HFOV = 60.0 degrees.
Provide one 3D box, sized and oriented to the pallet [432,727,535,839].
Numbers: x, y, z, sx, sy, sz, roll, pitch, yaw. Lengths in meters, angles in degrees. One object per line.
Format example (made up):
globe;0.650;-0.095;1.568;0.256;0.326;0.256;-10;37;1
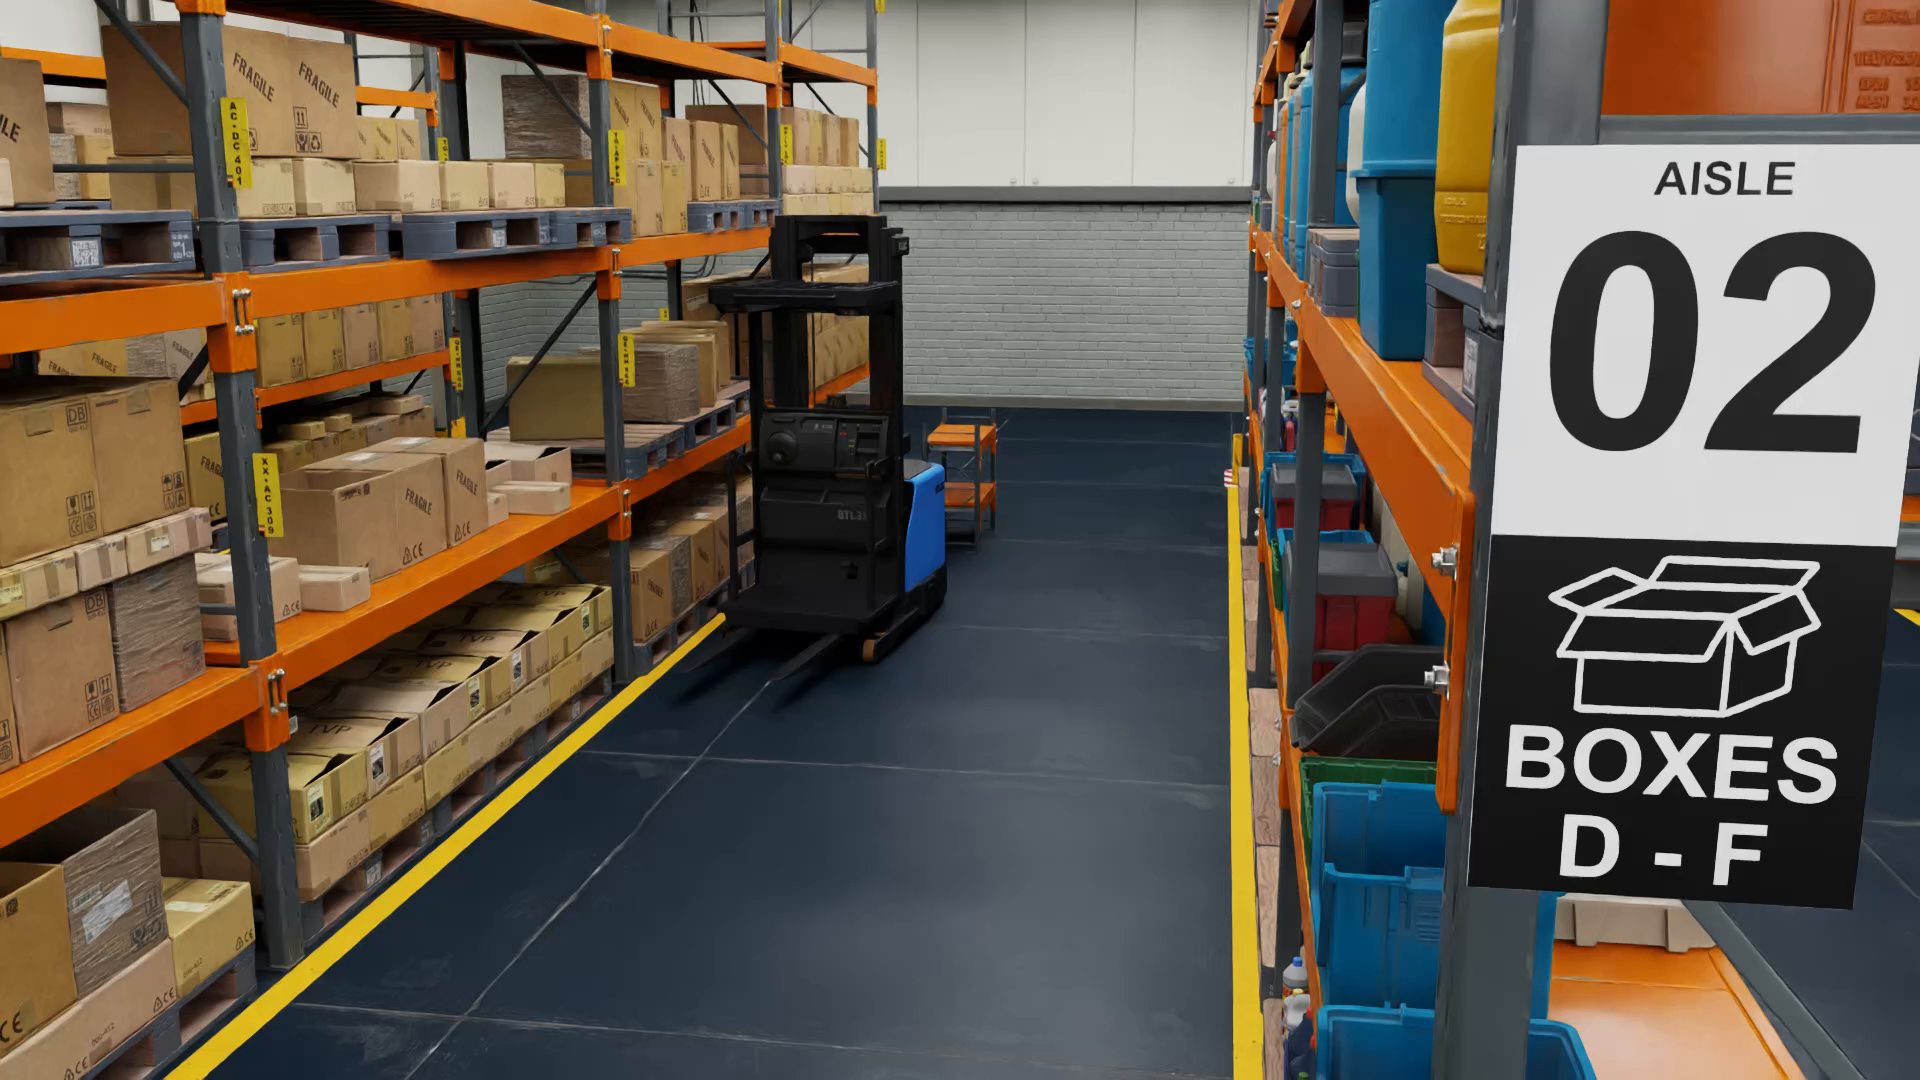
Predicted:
pallet;-2.966;1.225;8.809;1.003;0.211;1.213;2;12;9

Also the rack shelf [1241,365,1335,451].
rack shelf;3.206;-1.298;15.603;1.077;0.370;4.000;2;12;9

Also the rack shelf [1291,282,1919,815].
rack shelf;1.361;-0.266;3.695;1.077;0.370;4.000;2;12;9

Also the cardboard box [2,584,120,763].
cardboard box;-3.362;0.425;5.665;0.700;0.500;0.500;2;12;8

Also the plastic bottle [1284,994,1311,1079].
plastic bottle;1.163;1.669;5.550;0.152;0.276;0.135;2;12;11

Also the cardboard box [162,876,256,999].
cardboard box;-3.081;1.513;6.380;0.500;0.250;0.500;2;12;9

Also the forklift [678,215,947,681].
forklift;-0.995;-0.697;11.272;1.130;2.935;3.031;3;13;16

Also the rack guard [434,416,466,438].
rack guard;-6.272;-1.170;19.235;1.175;0.500;0.348;2;12;9

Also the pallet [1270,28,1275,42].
pallet;2.802;-3.705;12.221;1.003;0.211;1.213;2;12;9

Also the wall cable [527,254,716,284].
wall cable;-5.052;-4.967;24.053;3.097;2.526;0.112;2;12;9

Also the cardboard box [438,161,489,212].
cardboard box;-2.787;-1.835;8.628;0.500;0.250;0.500;2;12;8

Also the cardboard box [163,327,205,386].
cardboard box;-6.781;-1.547;14.062;0.500;0.500;0.500;2;12;9

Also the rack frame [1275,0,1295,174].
rack frame;2.283;-3.333;9.099;1.000;3.000;0.127;2;12;9

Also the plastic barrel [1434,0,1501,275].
plastic barrel;1.103;-0.740;2.744;0.600;0.588;0.600;0;12;0

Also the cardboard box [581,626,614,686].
cardboard box;-2.450;0.695;10.180;0.500;0.250;0.500;2;12;10

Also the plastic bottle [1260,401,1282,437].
plastic bottle;2.308;-0.896;12.324;0.152;0.276;0.135;2;12;9

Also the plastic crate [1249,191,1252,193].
plastic crate;3.179;-3.397;16.826;0.497;0.269;0.590;2;12;9

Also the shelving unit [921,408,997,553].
shelving unit;0.001;-0.551;14.881;0.538;1.125;1.048;2;12;9

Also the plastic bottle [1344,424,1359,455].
plastic bottle;2.740;-0.755;11.492;0.144;0.351;0.185;2;12;9

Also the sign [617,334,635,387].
sign;-2.062;-1.110;10.277;0.100;0.325;0.005;2;12;9

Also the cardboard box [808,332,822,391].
cardboard box;-1.572;-1.647;15.279;0.500;0.500;0.500;2;12;10

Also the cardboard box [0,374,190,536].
cardboard box;-3.288;-0.319;6.039;0.700;0.500;0.500;2;12;9

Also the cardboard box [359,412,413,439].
cardboard box;-6.361;-1.117;17.993;0.700;0.500;0.500;2;12;8

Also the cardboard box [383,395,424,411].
cardboard box;-6.124;-1.506;18.256;0.380;0.149;0.250;2;12;8

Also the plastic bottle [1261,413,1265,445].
plastic bottle;2.228;-0.822;11.992;0.097;0.271;0.097;0;12;0

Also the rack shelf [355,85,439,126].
rack shelf;-6.583;-4.356;16.502;1.077;0.370;4.000;2;12;9

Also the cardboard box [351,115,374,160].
cardboard box;-6.278;-4.027;16.779;0.500;0.500;0.500;1;12;6

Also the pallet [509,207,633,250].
pallet;-2.627;-1.792;9.514;1.213;0.211;1.003;2;12;11

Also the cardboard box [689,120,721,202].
cardboard box;-2.226;-2.921;12.837;0.600;0.600;0.600;2;12;8

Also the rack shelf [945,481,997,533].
rack shelf;0.001;-0.312;14.933;0.538;0.278;1.000;2;12;9

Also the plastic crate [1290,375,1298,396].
plastic crate;2.805;-1.370;14.739;0.437;0.125;0.590;2;12;9

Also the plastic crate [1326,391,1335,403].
plastic crate;3.111;-1.226;14.044;0.396;0.136;0.243;2;12;9

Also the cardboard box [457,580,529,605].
cardboard box;-2.981;0.403;10.204;0.500;0.311;0.500;2;12;11

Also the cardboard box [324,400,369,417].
cardboard box;-6.579;-1.413;17.827;0.380;0.149;0.250;2;12;9

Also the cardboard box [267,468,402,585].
cardboard box;-3.010;-0.047;7.854;0.500;0.500;0.500;3;12;13

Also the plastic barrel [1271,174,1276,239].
plastic barrel;1.933;-1.867;9.149;0.421;0.512;0.421;0;12;0

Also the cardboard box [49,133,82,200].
cardboard box;-7.297;-2.885;12.856;0.700;0.500;0.500;2;12;9

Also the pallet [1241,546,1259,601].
pallet;2.739;0.289;13.150;1.003;0.211;1.213;2;12;9

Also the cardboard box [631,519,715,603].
cardboard box;-2.101;0.146;12.084;0.500;0.500;0.500;2;12;8

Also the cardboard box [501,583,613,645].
cardboard box;-2.448;0.420;10.123;0.500;0.311;0.500;2;12;10

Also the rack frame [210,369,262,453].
rack frame;-6.891;-1.554;15.084;1.000;3.000;0.127;2;12;9

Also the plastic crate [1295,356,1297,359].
plastic crate;3.508;-1.731;16.387;0.396;0.136;0.243;2;12;9

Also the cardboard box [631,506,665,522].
cardboard box;-2.544;0.026;12.643;0.500;0.500;0.500;1;12;7

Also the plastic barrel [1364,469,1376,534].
plastic barrel;2.336;-0.234;8.694;0.421;0.512;0.421;0;12;0

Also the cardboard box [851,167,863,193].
cardboard box;-1.284;-3.645;16.836;0.500;0.250;0.500;2;12;9

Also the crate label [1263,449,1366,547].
crate label;1.863;-0.220;8.808;0.502;0.435;0.616;2;12;9

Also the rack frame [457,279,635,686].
rack frame;-2.611;-0.562;10.480;1.000;3.000;0.127;2;12;9

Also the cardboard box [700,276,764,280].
cardboard box;-2.097;-2.152;15.250;0.500;0.500;0.500;2;12;8

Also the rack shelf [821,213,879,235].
rack shelf;-1.688;-2.925;16.035;1.077;0.370;4.000;2;12;9

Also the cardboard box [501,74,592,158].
cardboard box;-2.537;-2.656;10.468;0.500;0.500;0.500;2;12;9

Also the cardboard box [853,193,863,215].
cardboard box;-1.286;-3.401;16.890;0.500;0.250;0.500;2;12;9

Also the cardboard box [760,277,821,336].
cardboard box;-1.566;-2.128;15.139;0.500;0.500;0.500;1;12;7

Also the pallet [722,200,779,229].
pallet;-2.165;-2.635;13.428;1.213;0.211;1.003;2;12;9

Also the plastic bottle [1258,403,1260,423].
plastic bottle;2.400;-1.021;13.083;0.097;0.201;0.097;0;12;0
